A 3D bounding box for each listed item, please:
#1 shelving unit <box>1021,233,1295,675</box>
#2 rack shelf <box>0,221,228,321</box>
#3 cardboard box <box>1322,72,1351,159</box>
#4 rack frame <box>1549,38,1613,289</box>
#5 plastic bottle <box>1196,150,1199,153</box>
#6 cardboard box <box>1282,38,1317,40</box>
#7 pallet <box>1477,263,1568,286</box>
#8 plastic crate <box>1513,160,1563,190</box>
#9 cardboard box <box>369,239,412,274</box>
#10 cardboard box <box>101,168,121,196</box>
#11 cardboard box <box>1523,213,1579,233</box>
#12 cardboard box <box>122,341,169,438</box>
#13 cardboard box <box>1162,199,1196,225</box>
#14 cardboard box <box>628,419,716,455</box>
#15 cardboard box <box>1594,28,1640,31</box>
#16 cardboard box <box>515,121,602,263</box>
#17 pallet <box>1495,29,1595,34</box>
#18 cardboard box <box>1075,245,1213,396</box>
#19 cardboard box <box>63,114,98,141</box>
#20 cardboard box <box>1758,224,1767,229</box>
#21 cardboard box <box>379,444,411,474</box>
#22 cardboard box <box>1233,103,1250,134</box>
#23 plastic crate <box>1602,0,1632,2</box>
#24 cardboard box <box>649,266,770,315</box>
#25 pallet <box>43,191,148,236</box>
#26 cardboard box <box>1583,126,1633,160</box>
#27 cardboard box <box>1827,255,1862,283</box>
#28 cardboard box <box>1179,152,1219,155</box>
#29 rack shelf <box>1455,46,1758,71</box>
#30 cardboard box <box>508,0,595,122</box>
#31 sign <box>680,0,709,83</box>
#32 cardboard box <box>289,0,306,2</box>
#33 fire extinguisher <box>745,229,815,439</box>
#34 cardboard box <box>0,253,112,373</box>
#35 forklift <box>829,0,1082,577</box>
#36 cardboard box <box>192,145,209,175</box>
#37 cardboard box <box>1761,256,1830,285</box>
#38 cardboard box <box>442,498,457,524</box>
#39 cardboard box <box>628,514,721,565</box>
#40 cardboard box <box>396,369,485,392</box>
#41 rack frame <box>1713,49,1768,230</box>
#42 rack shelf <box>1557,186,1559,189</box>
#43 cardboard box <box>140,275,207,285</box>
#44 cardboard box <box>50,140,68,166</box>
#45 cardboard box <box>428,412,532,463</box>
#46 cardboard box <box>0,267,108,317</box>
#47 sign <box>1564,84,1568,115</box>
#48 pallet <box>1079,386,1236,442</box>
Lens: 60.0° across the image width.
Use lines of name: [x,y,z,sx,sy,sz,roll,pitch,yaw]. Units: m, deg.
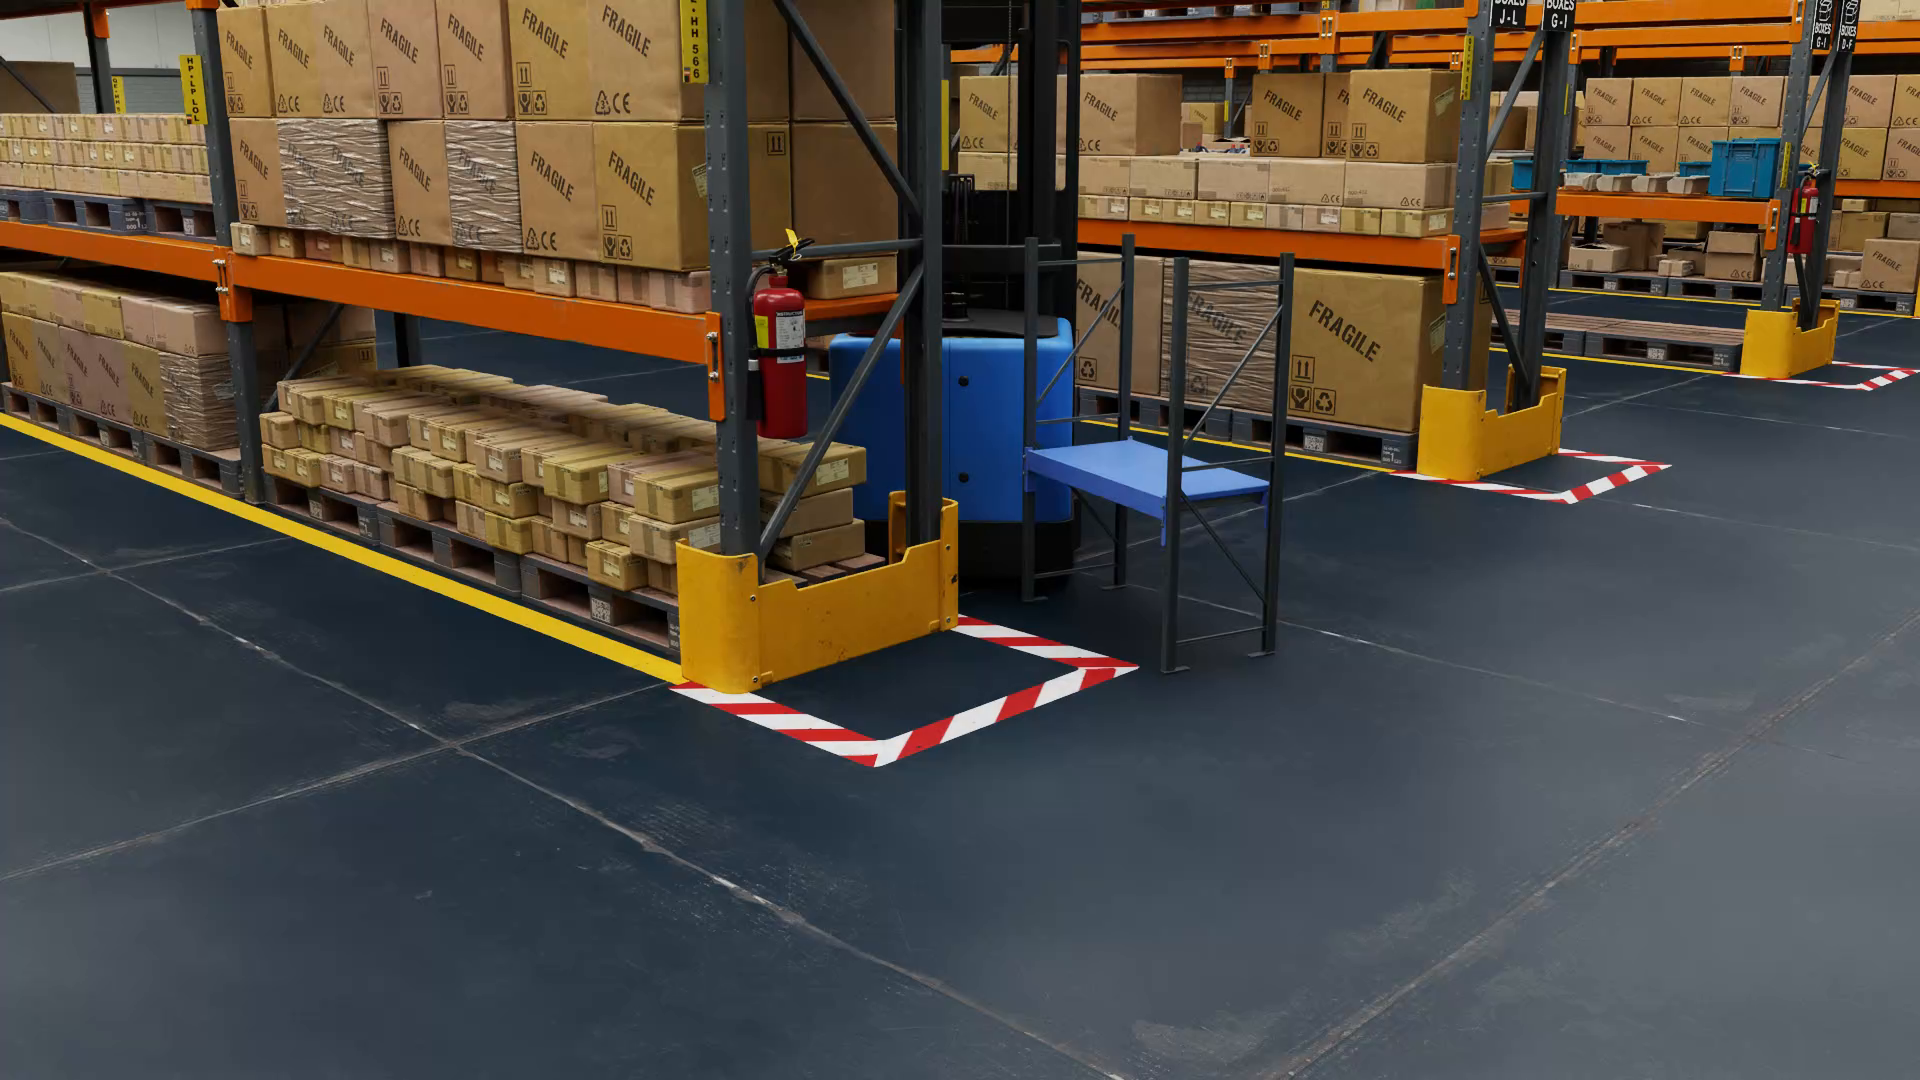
shelving unit: [0.723,-0.381,6.421,0.538,1.500,1.048,-8,16,-27]
rack shelf: [-4.775,-1.726,10.034,4.000,0.370,1.077,14,20,42]
cardboard box: [2.542,-2.561,10.034,0.500,0.500,0.500,13,19,41]
rack frame: [7.059,-4.404,18.885,0.127,3.000,1.000,14,20,42]
plastic bottle: [2.411,-3.829,16.935,0.097,0.271,0.097,0,15,0]
cardboard box: [4.517,-6.534,20.912,0.500,0.500,0.910,14,20,42]
pallet: [6.447,-3.190,19.757,1.213,0.211,1.003,14,20,42]
plastic crate: [4.841,-3.067,13.965,0.300,0.233,0.416,14,20,42]
cardboard box: [-2.376,-1.272,7.363,0.380,0.149,0.250,-13,20,-42]
cardboard box: [-4.698,-2.067,9.580,0.380,0.149,0.250,-13,20,-42]
cardboard box: [8.680,-4.860,24.065,0.750,0.750,0.750,14,20,42]
cardboard box: [-4.412,-0.891,9.528,0.500,0.500,0.500,13,19,41]
cardboard box: [1.475,-2.055,10.369,0.380,0.149,0.250,-14,20,-43]
cardboard box: [-1.207,-0.411,7.202,0.250,0.149,0.380,12,19,40]
cardboard box: [7.237,-5.653,18.027,0.500,0.250,0.500,14,20,42]
cardboard box: [-1.325,-1.339,6.335,0.500,0.500,0.500,13,20,41]
pallet: [6.638,-5.892,19.018,1.003,0.211,1.213,14,20,42]
cardboard box: [1.248,-1.494,11.098,0.875,0.875,0.875,14,20,42]
cardboard box: [-5.069,-2.448,9.863,0.380,0.149,0.250,-14,20,-42]
cardboard box: [10.962,-4.148,22.027,0.500,0.500,0.700,14,20,43]
cardboard box: [-2.477,-0.406,7.772,0.380,0.149,0.250,-13,20,-42]
cardboard box: [4.542,-7.124,28.095,0.500,0.500,0.500,13,19,41]
plastic crate: [5.589,-4.544,13.598,0.767,0.338,0.504,14,20,42]
cardboard box: [-0.886,-0.908,5.967,0.250,0.149,0.380,14,20,42]
pallet: [-4.761,-1.992,10.010,1.213,0.211,1.003,14,20,42]
cardboard box: [7.237,-4.314,18.341,0.500,0.500,0.500,-14,20,-43]
cardboard box: [9.384,-2.821,17.389,0.500,0.250,0.500,14,20,42]
cardboard box: [1.422,-2.469,11.166,0.500,0.250,0.500,-14,20,-43]
rack shelf: [9.055,-6.757,23.395,4.000,0.370,1.077,14,20,42]
cardboard box: [-1.322,-1.824,6.211,0.500,0.500,0.500,13,19,40]
sign: [-0.855,-1.640,5.354,0.005,0.325,0.100,14,20,42]
cardboard box: [-6.965,-5.813,17.850,0.380,0.149,0.250,-13,20,-42]
fire extinguisher: [-0.595,-0.678,5.479,0.183,0.674,0.296,14,20,42]
cardboard box: [-6.590,-1.662,11.989,0.750,0.750,1.050,13,20,41]
forklift: [0.031,-1.577,8.170,1.130,2.935,3.031,1,15,3]
cardboard box: [-3.759,-1.983,8.671,0.380,0.149,0.250,-14,20,-42]
cardboard box: [8.713,-2.809,17.343,0.500,0.250,0.500,14,20,42]
cardboard box: [-2.092,-0.174,7.472,0.380,0.149,0.250,-14,20,-43]
cardboard box: [-1.034,-0.032,6.338,0.250,0.149,0.380,13,19,41]
cardboard box: [-2.687,-0.783,8.630,0.250,0.149,0.380,14,20,43]
rack frame: [10.495,-5.304,22.339,0.127,3.000,1.000,14,20,42]
rack shelf: [5.619,-4.406,20.320,4.000,0.370,1.077,14,20,42]
cardboard box: [-4.814,-1.530,10.493,0.500,0.250,0.500,-14,20,-43]
cardboard box: [-5.254,-2.348,10.068,0.250,0.149,0.380,14,20,42]
cardboard box: [-2.124,-0.460,7.388,0.250,0.149,0.380,14,20,42]
cardboard box: [-5.886,-1.616,10.822,0.500,0.250,0.500,13,19,40]
sign: [6.676,-4.863,18.350,0.005,0.325,0.100,14,20,42]
pallet: [1.556,-0.896,10.954,1.213,0.211,1.003,14,20,42]
